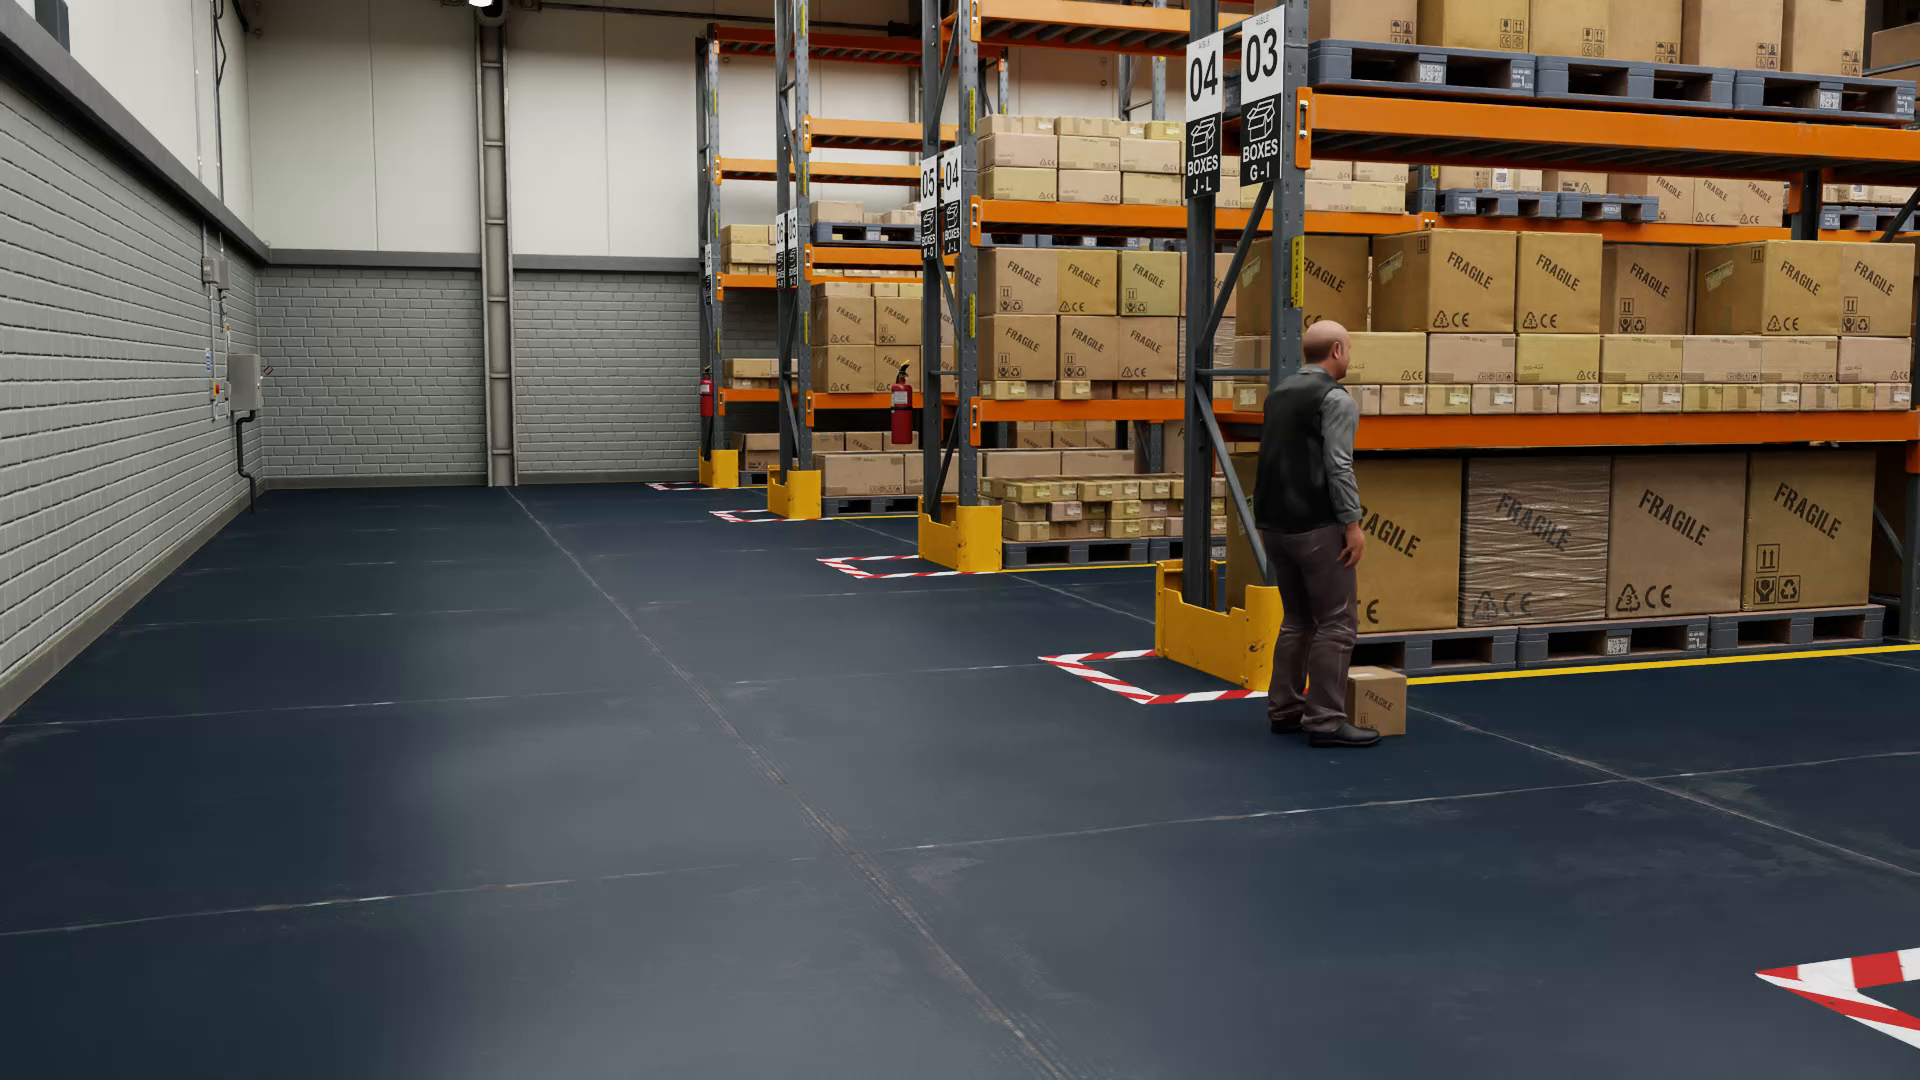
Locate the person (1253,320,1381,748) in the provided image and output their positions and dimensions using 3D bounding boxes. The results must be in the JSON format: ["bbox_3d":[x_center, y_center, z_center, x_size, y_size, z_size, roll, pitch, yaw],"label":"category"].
[{"bbox_3d":[1.434,-0.039,6.839,0.422,1.719,0.580,-2,6,-21],"label":"person"}]
